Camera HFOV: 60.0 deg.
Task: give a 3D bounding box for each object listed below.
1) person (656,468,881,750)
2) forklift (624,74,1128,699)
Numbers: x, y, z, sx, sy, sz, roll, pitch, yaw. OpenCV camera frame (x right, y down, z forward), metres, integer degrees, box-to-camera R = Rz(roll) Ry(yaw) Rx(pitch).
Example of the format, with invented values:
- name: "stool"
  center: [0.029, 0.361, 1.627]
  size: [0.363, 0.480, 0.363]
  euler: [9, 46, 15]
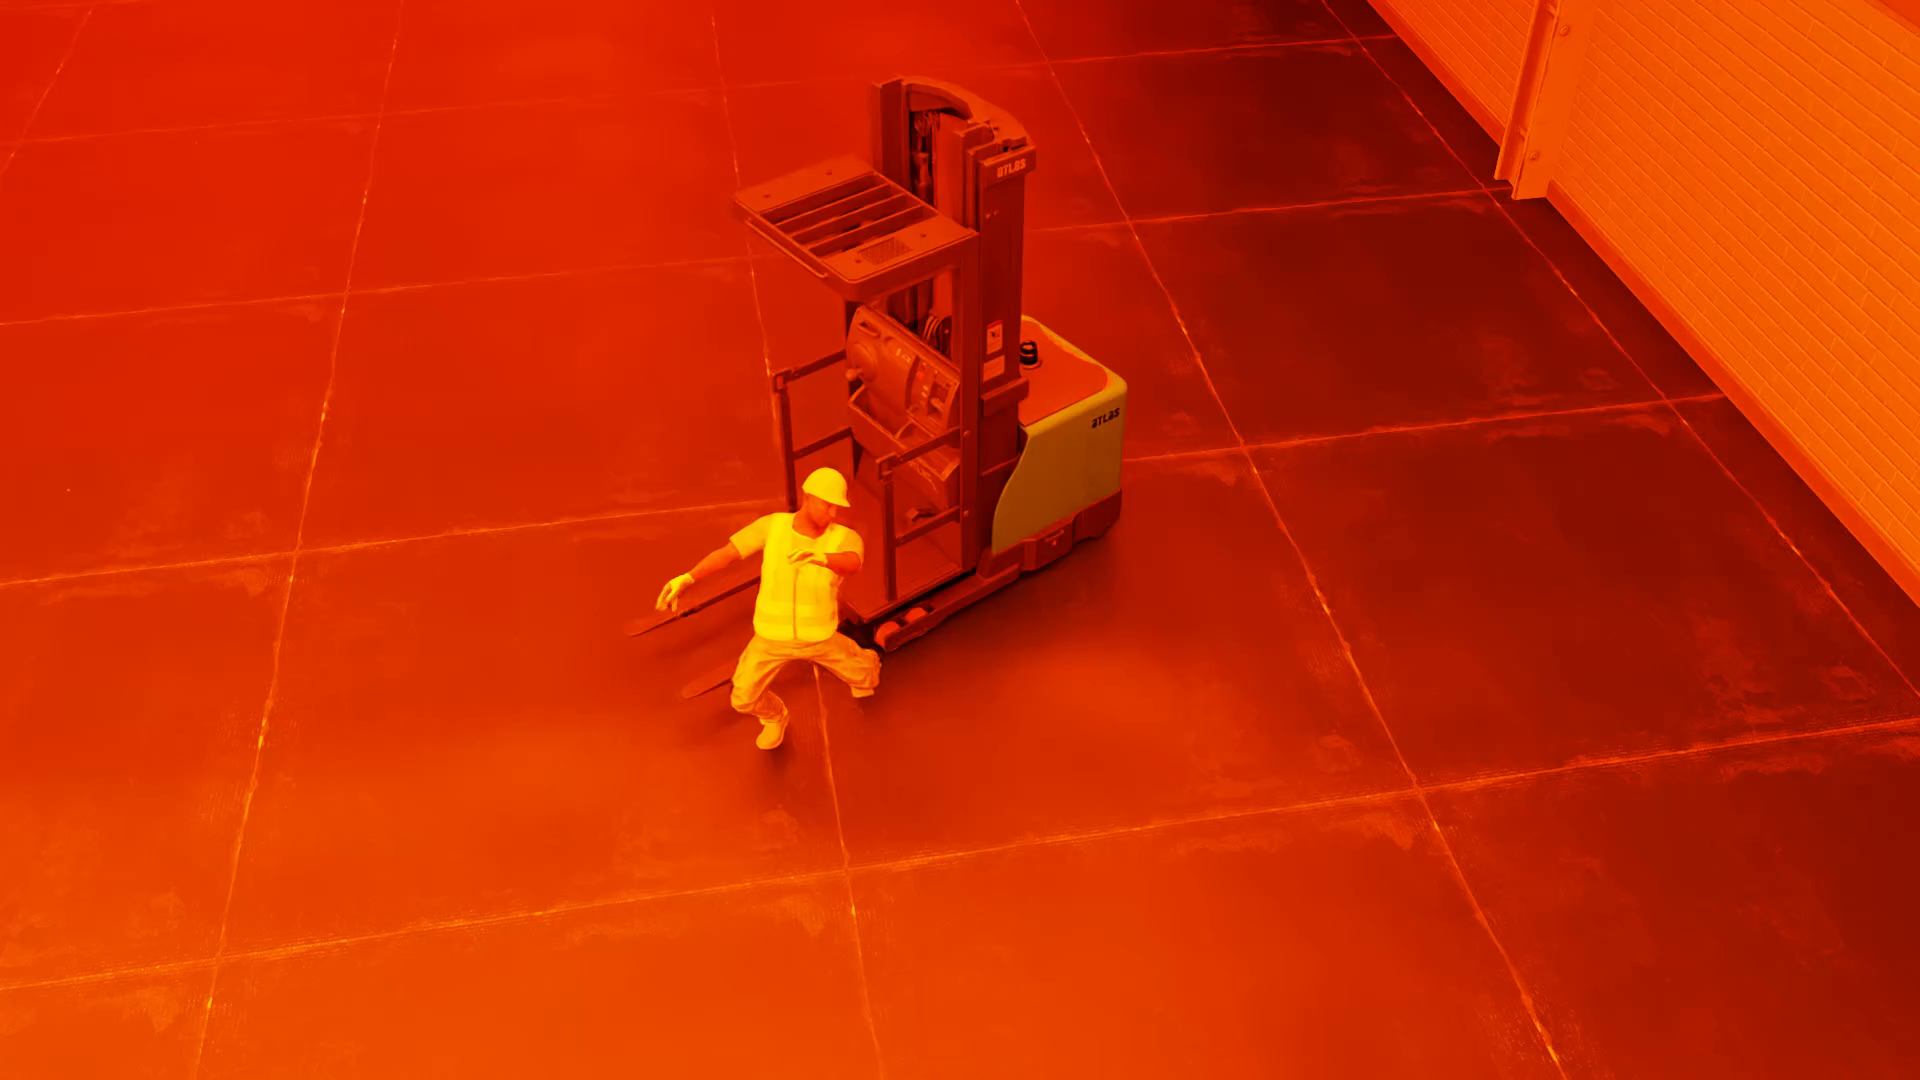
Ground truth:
- name: "person"
  center: [-0.952, 0.441, 8.446]
  size: [1.107, 1.509, 0.739]
  euler: [-4, 41, -5]
- name: "forklift"
  center: [-0.481, -0.873, 8.985]
  size: [3.031, 2.935, 1.130]
  euler: [-27, 47, -28]
